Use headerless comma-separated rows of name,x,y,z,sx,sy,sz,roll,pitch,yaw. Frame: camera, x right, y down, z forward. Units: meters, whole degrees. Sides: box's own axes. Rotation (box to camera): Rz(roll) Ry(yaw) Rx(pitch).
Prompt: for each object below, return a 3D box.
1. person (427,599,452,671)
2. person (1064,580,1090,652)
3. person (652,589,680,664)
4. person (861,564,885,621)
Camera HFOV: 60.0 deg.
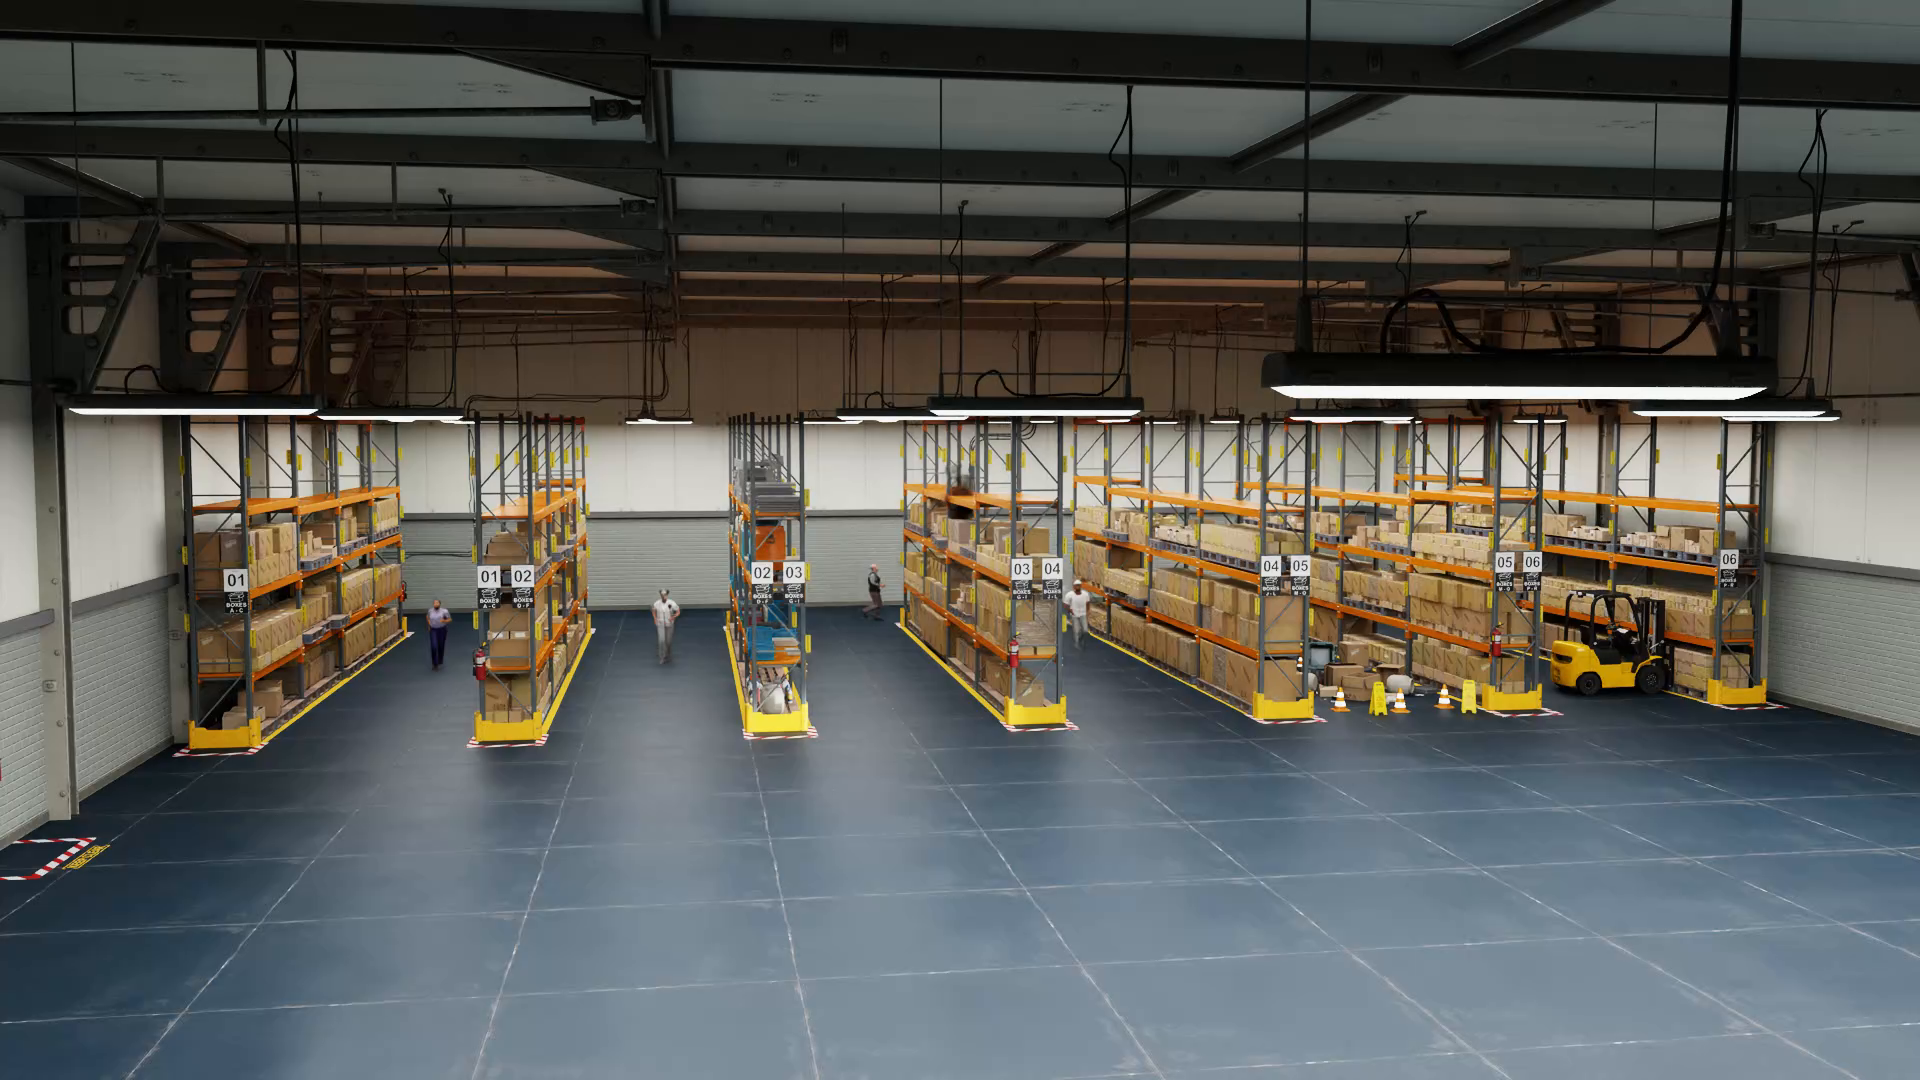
person,-12.352,2.230,39.453,0.581,1.702,0.814,-1,4,-14
person,2.873,1.836,40.174,0.674,1.742,0.523,-1,4,-11
person,-7.156,2.097,40.520,0.675,1.845,0.775,0,4,-6
person,-2.560,1.548,48.988,0.720,1.687,0.664,0,4,-5
